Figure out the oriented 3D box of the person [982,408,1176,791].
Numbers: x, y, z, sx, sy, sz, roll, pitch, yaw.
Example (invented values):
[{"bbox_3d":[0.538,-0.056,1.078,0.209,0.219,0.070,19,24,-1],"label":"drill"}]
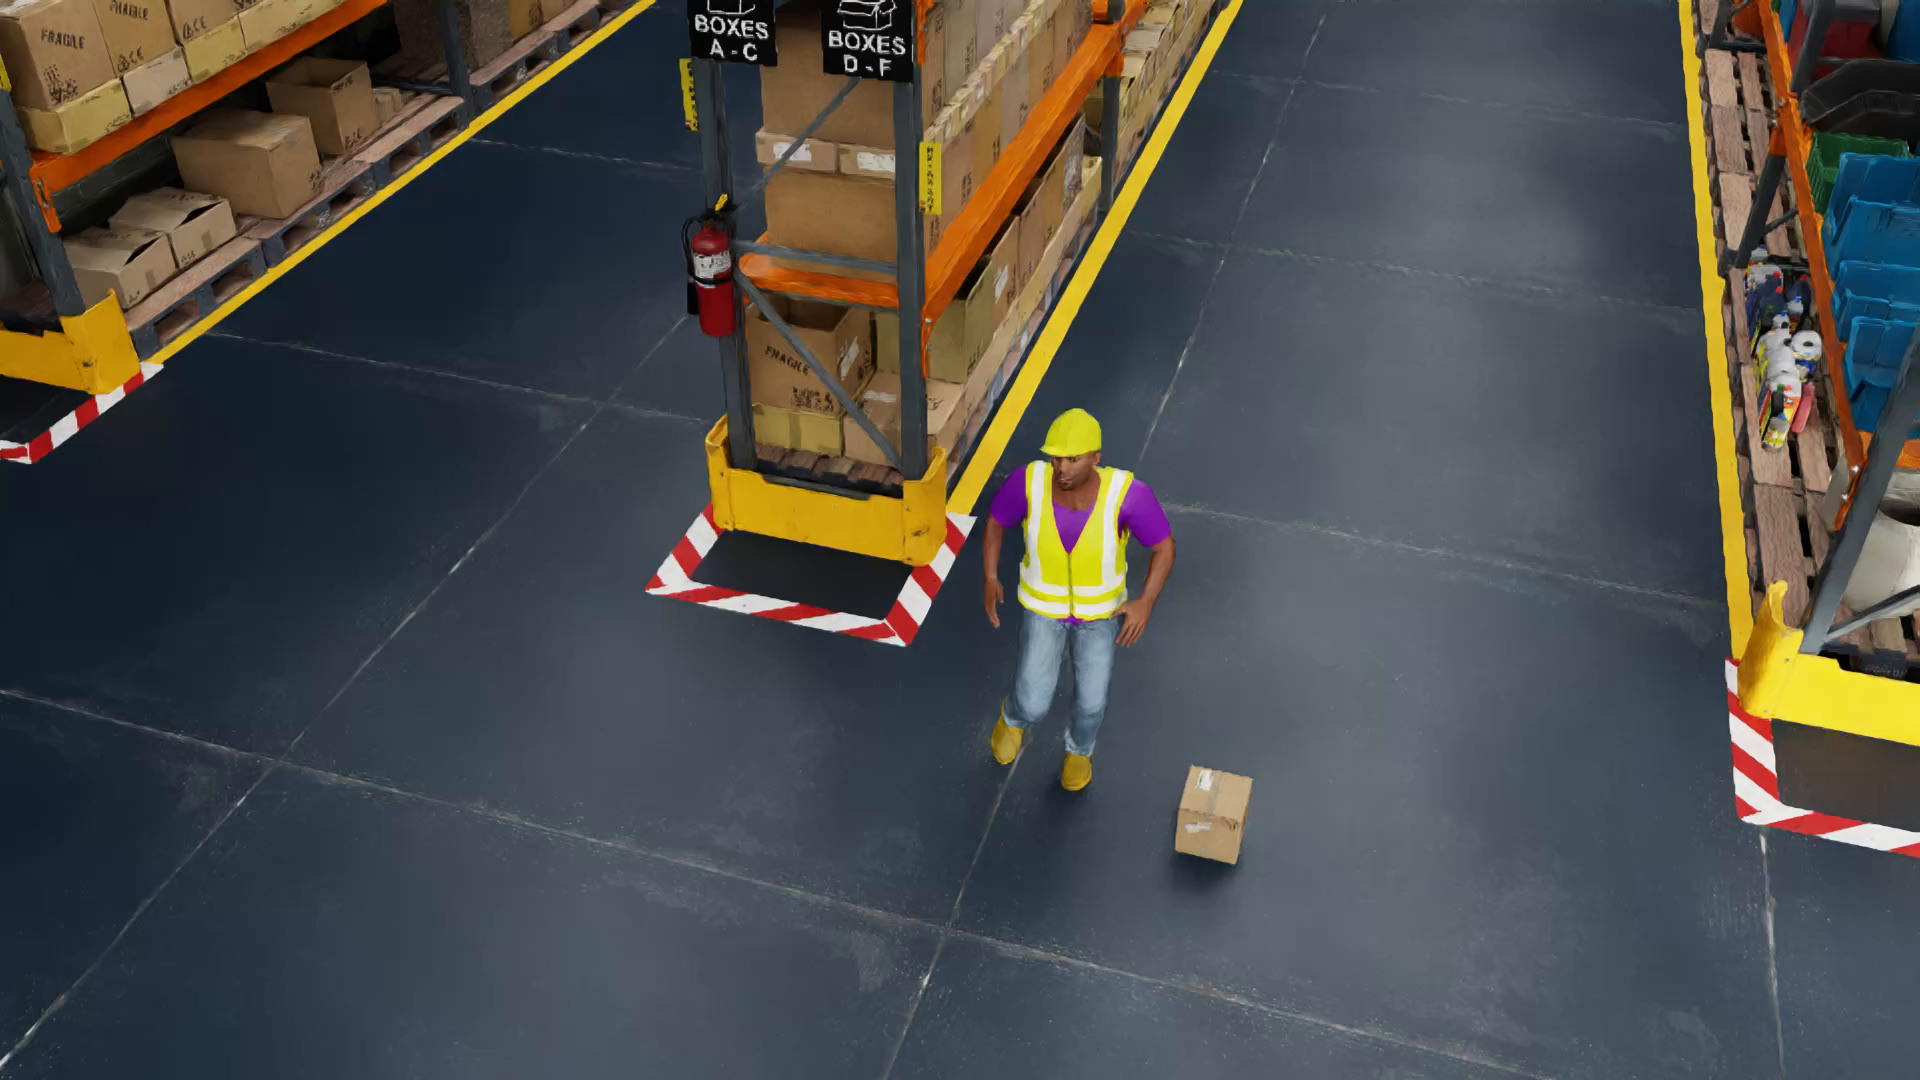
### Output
[{"bbox_3d":[0.456,0.270,6.541,0.750,1.732,0.523,1,37,2],"label":"person"}]
